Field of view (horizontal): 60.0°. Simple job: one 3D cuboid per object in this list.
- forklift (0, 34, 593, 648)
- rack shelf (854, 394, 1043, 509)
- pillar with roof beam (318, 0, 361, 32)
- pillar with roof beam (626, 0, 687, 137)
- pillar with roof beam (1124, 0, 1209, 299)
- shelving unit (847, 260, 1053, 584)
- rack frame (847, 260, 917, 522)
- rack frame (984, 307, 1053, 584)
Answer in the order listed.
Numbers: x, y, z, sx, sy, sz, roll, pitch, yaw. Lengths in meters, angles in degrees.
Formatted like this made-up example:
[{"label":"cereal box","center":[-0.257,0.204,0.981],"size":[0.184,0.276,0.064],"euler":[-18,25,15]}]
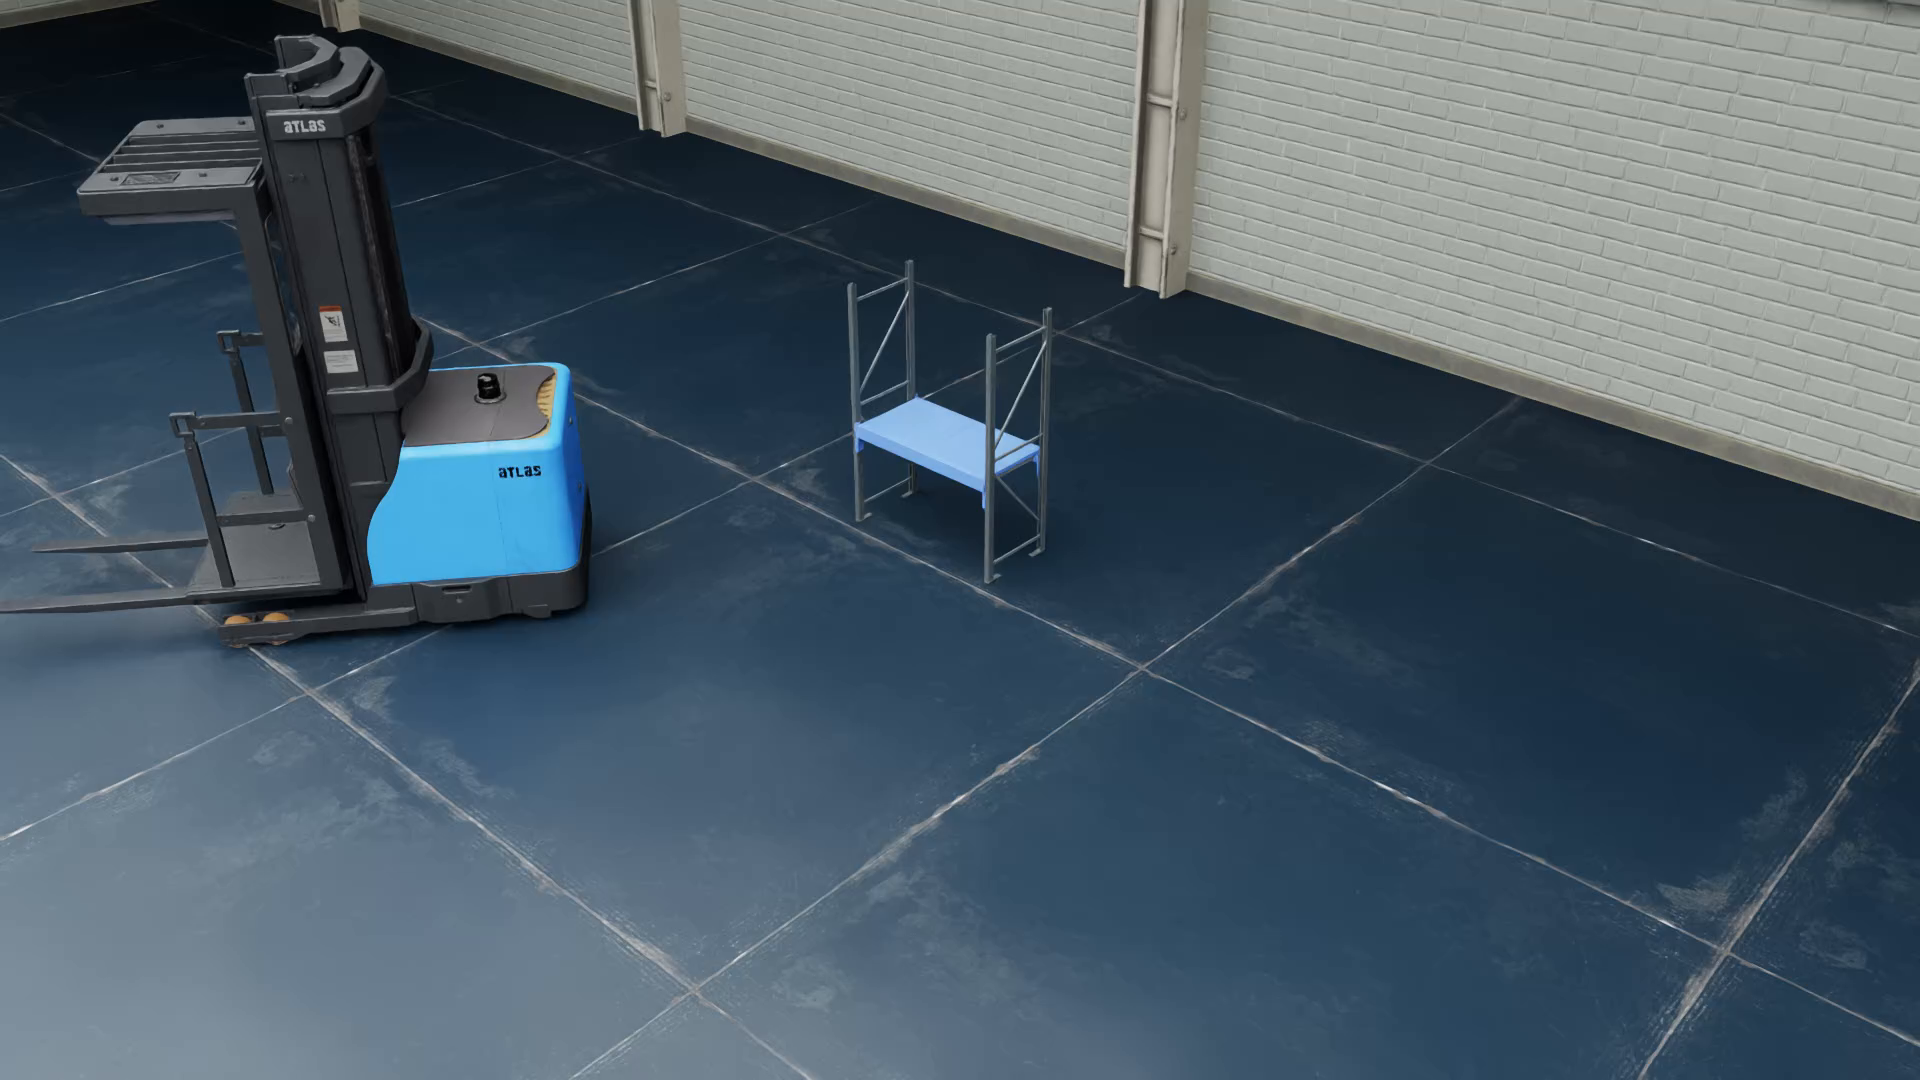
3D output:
[{"label":"forklift","center":[-3.591,-0.981,8.482],"size":[3.031,2.935,1.130],"euler":[-4,31,-7]},{"label":"rack shelf","center":[-0.063,-0.518,9.449],"size":[1.000,0.185,0.538],"euler":[25,39,35]},{"label":"pillar with roof beam","center":[-10.261,-8.336,14.817],"size":[0.400,9.000,9.100],"euler":[25,39,35]},{"label":"pillar with roof beam","center":[-5.812,-6.260,11.368],"size":[0.400,9.000,9.100],"euler":[25,39,35]},{"label":"pillar with roof beam","center":[-1.364,-4.183,7.918],"size":[0.400,9.000,9.100],"euler":[25,39,35]},{"label":"shelving unit","center":[-0.063,-0.672,9.357],"size":[1.048,1.500,0.538],"euler":[25,39,35]},{"label":"rack frame","center":[-0.440,-0.848,9.649],"size":[0.032,1.500,0.500],"euler":[25,39,35]},{"label":"rack frame","center":[0.314,-0.496,9.064],"size":[0.032,1.500,0.500],"euler":[25,39,35]}]
